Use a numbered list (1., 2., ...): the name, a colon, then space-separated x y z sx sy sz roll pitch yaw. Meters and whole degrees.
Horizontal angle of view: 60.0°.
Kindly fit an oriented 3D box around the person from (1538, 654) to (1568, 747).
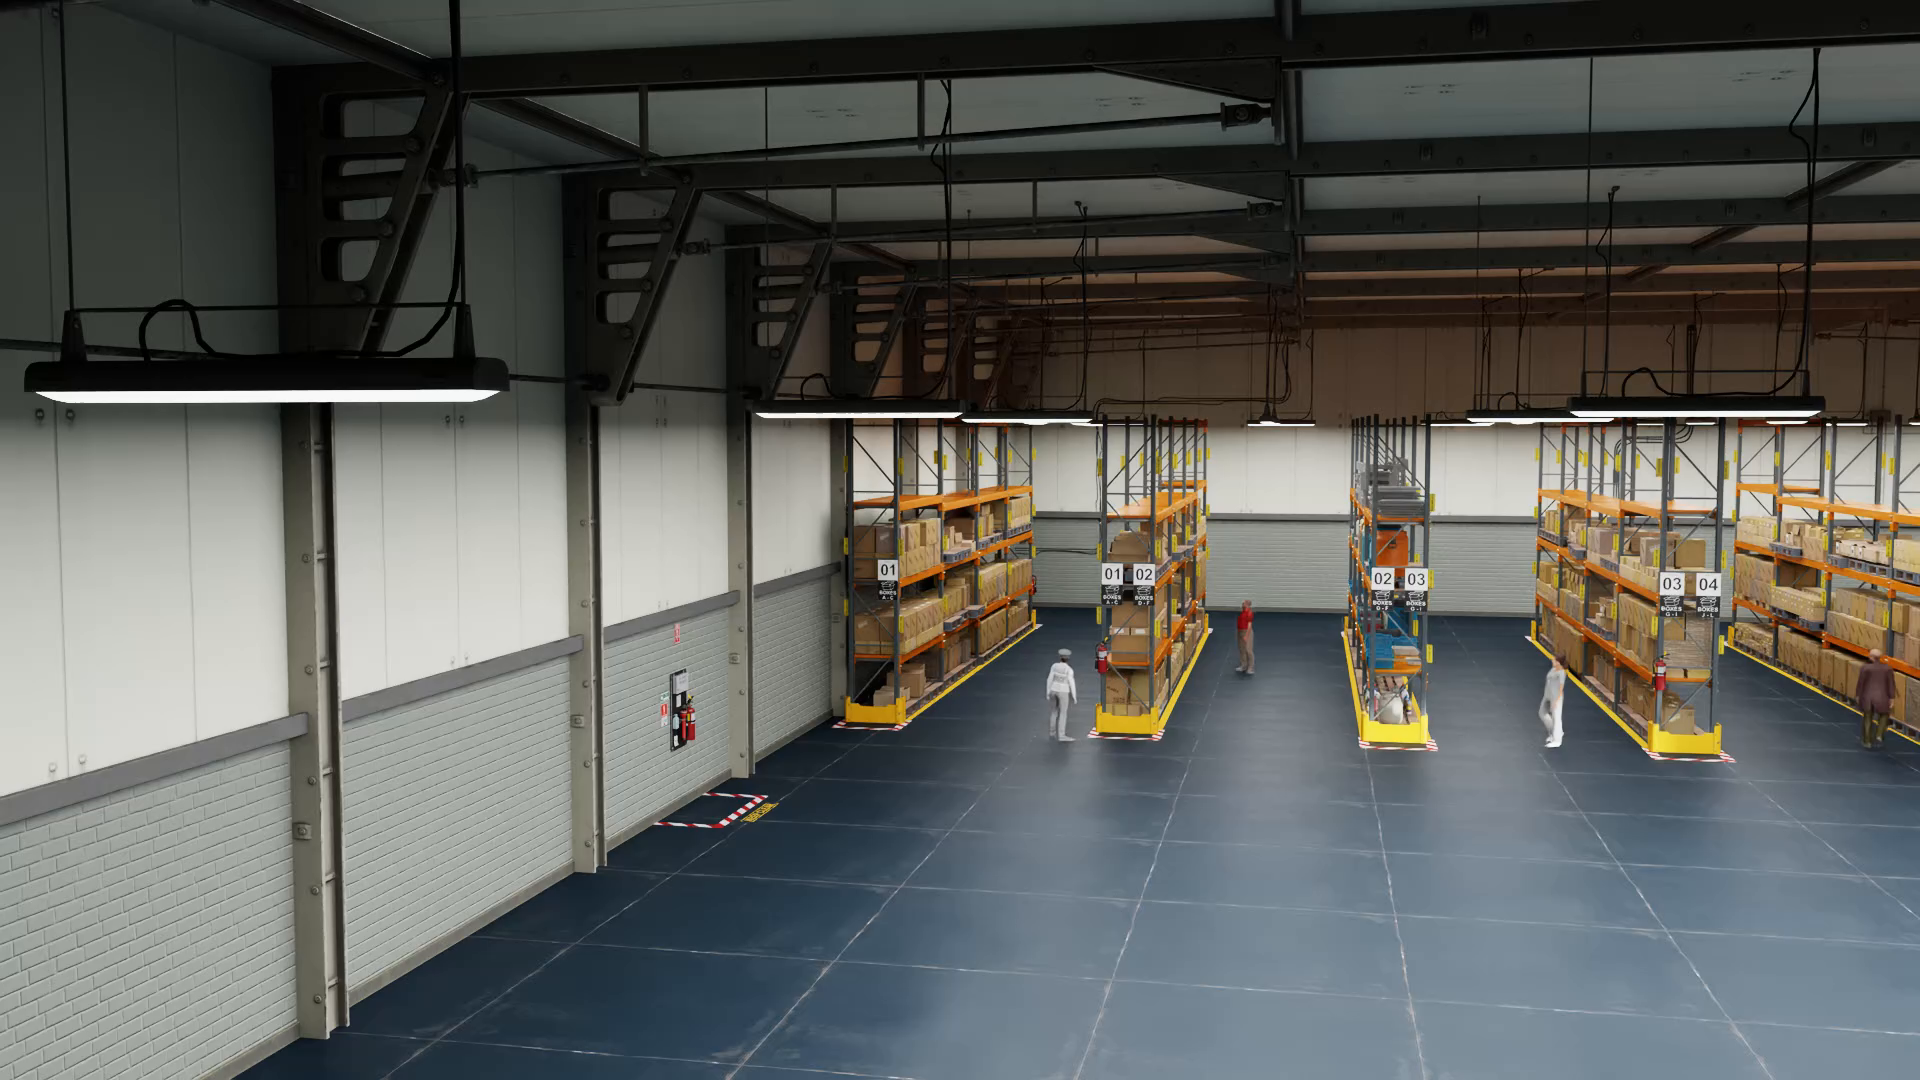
1. person: 10.736 2.877 30.086 0.483 1.669 0.555 -1 4 -15

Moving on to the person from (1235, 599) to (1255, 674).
1. person: 6.742 2.306 39.204 0.383 1.688 0.570 -2 4 -25

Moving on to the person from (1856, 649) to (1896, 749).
1. person: 16.400 2.857 29.784 0.618 1.827 0.511 3 5 42

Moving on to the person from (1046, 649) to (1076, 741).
1. person: 1.835 2.866 30.666 0.643 1.718 0.444 4 5 44
